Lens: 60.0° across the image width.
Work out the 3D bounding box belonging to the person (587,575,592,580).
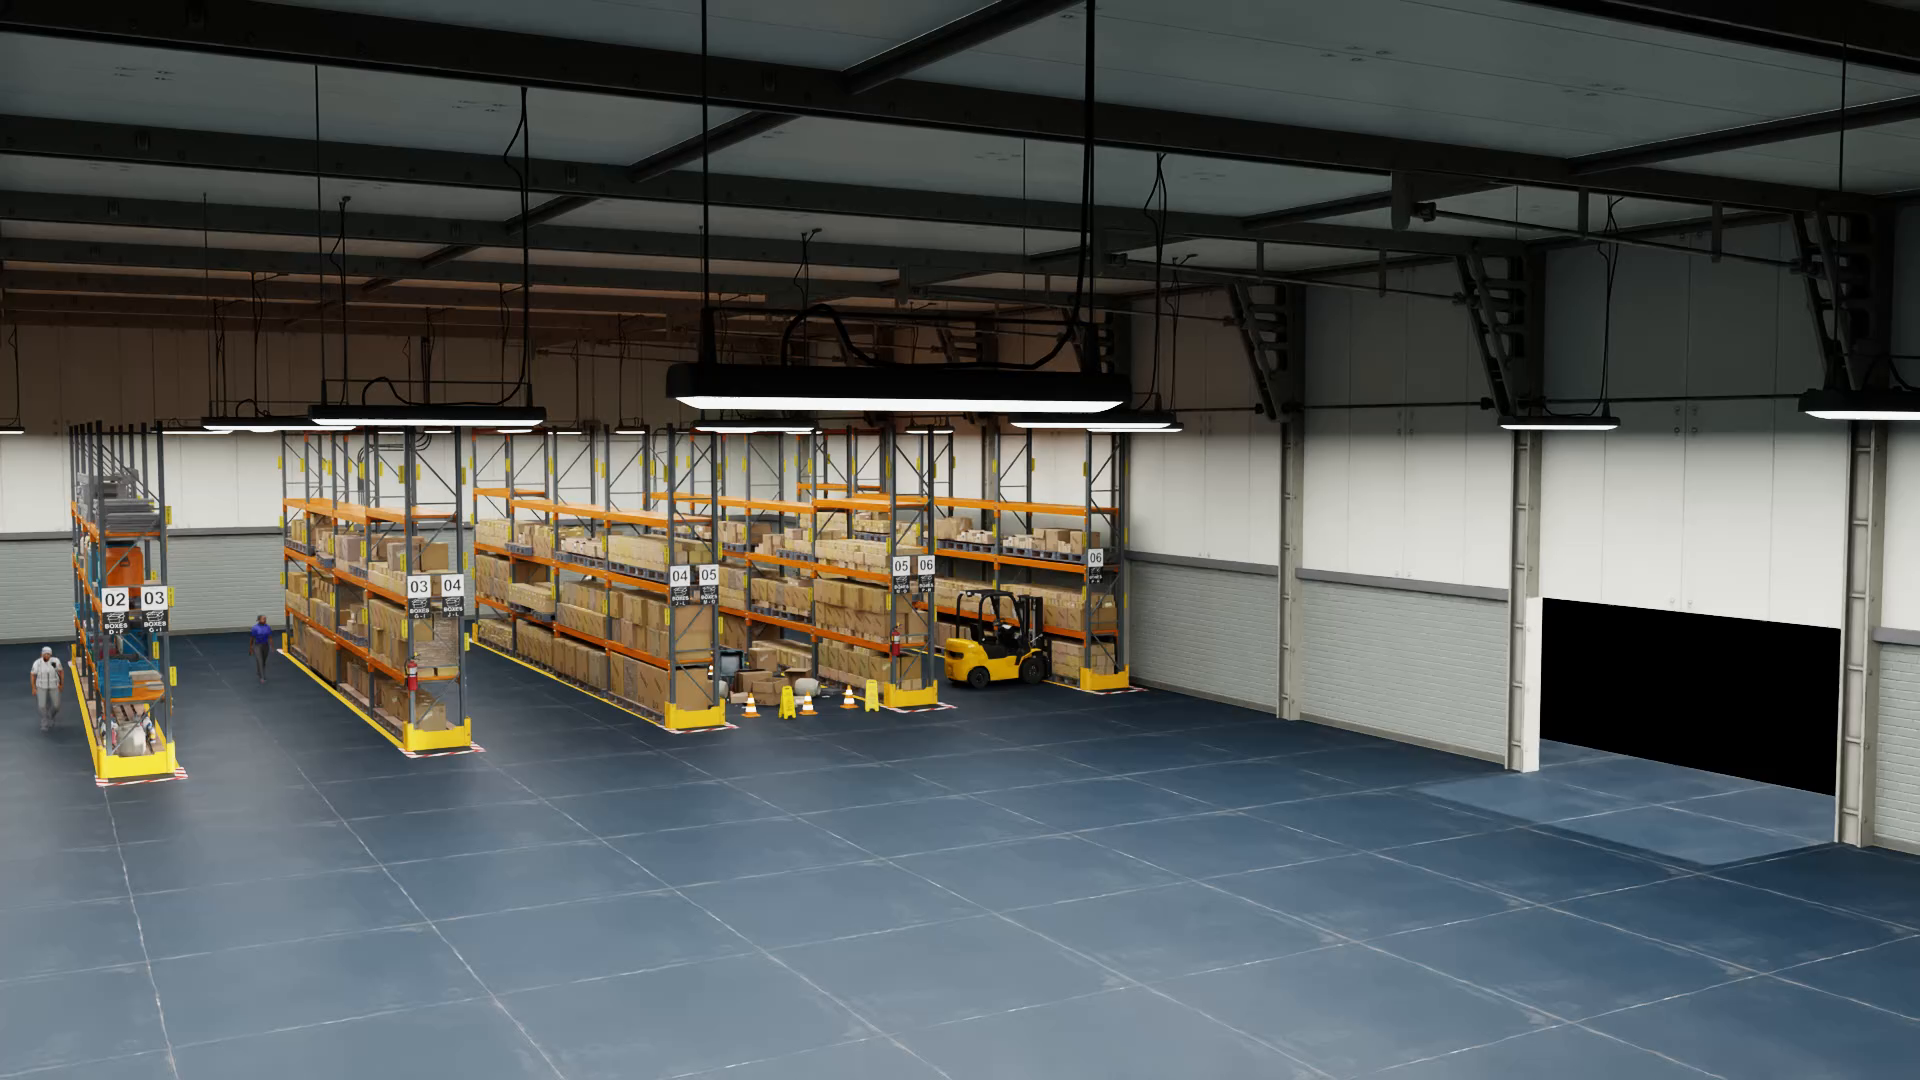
[{"bbox_3d":[-10.602,1.886,47.971,0.631,1.799,0.577,-1,4,-13],"label":"person"}]

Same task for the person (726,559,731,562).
[{"bbox_3d":[-7.604,1.474,54.689,0.547,1.732,1.134,3,5,41],"label":"person"}]

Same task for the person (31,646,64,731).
[{"bbox_3d":[-17.908,2.898,32.633,0.571,1.647,0.573,-2,4,-30],"label":"person"}]

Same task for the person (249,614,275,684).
[{"bbox_3d":[-16.282,2.519,38.787,0.516,1.583,1.052,-3,5,-39],"label":"person"}]
